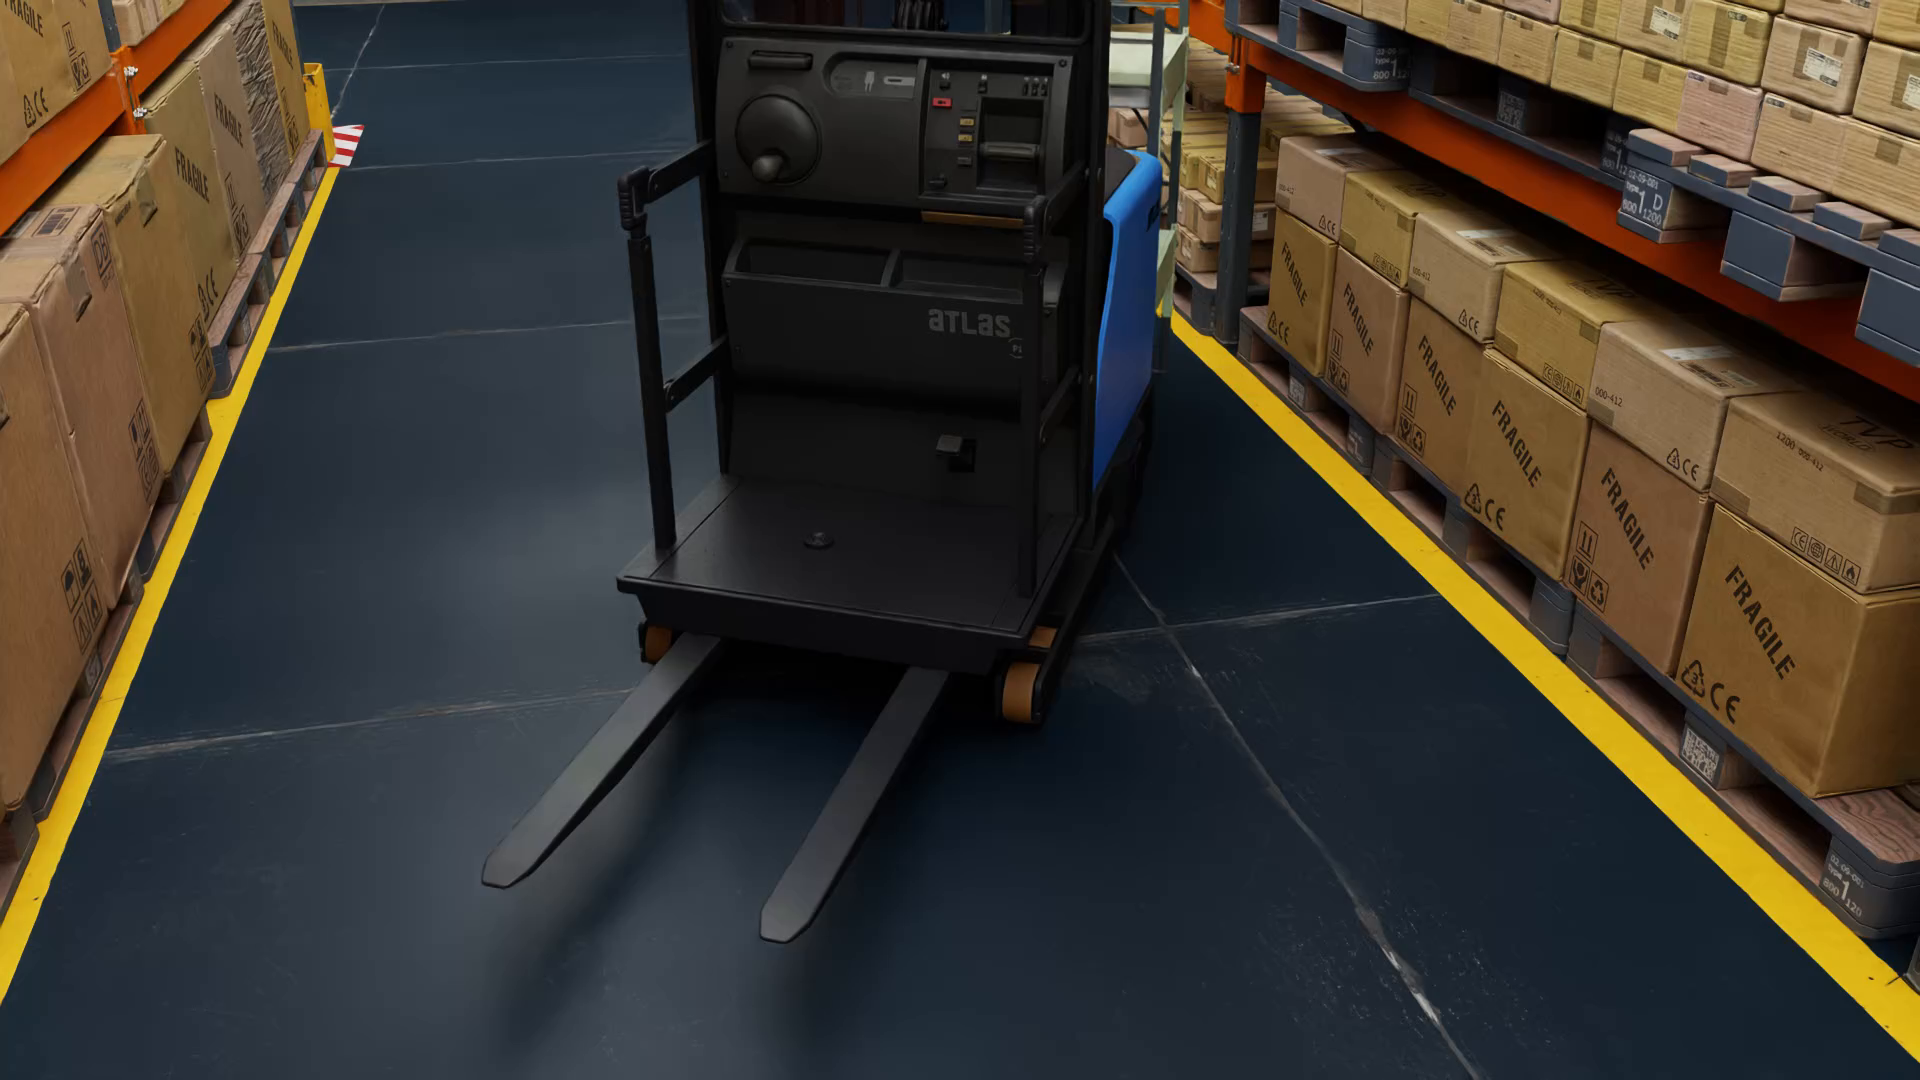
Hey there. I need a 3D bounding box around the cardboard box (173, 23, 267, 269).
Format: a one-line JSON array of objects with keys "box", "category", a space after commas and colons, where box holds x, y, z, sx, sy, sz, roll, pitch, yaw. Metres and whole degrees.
[{"box": [-3.577, -1.680, 7.141, 0.875, 0.875, 0.875, -6, 27, -12], "category": "cardboard box"}]

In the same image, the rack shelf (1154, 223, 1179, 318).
[{"box": [0.537, -0.894, 6.081, 0.431, 0.370, 0.720, 6, 27, 12], "category": "rack shelf"}]

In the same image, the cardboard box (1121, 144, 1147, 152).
[{"box": [0.983, -1.824, 7.903, 0.380, 0.149, 0.250, -5, 27, -10], "category": "cardboard box"}]

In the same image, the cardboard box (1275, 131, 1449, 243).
[{"box": [1.460, -1.262, 5.898, 0.500, 0.250, 0.500, -7, 28, -14], "category": "cardboard box"}]

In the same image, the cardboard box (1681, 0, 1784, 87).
[{"box": [1.774, -1.062, 3.508, 0.380, 0.149, 0.250, -5, 27, -10], "category": "cardboard box"}]

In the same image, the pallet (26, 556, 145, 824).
[{"box": [-2.778, 0.365, 4.294, 1.003, 0.211, 1.213, -6, 27, -12], "category": "pallet"}]

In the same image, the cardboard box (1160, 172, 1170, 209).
[{"box": [1.020, -1.594, 7.447, 0.380, 0.149, 0.250, -7, 28, -13], "category": "cardboard box"}]

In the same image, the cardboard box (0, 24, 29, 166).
[{"box": [-2.703, -1.169, 4.125, 0.500, 0.500, 0.500, -6, 27, -12], "category": "cardboard box"}]

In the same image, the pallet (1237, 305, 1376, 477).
[{"box": [1.728, -0.621, 6.246, 1.003, 0.211, 1.213, -6, 27, -12], "category": "pallet"}]

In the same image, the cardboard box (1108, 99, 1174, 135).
[{"box": [0.852, -2.083, 8.085, 0.380, 0.149, 0.250, -7, 28, -13], "category": "cardboard box"}]

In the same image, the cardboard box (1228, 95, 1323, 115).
[{"box": [1.507, -2.025, 7.971, 0.380, 0.149, 0.250, -5, 27, -10], "category": "cardboard box"}]

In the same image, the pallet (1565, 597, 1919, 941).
[{"box": [2.278, 0.450, 4.124, 1.003, 0.211, 1.213, -6, 27, -12], "category": "pallet"}]

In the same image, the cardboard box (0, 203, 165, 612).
[{"box": [-2.938, -0.316, 4.439, 1.225, 0.875, 0.875, -7, 28, -13], "category": "cardboard box"}]

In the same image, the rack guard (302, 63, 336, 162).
[{"box": [-4.211, -2.399, 9.448, 1.175, 0.500, 0.348, -6, 27, -12], "category": "rack guard"}]

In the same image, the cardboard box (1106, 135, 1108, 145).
[{"box": [0.923, -2.065, 8.381, 0.380, 0.149, 0.250, -5, 27, -9], "category": "cardboard box"}]

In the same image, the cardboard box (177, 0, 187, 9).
[{"box": [-3.226, -2.146, 6.451, 0.380, 0.149, 0.250, -7, 28, -13], "category": "cardboard box"}]

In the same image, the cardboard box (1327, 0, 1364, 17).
[{"box": [1.368, -1.721, 5.144, 0.380, 0.149, 0.250, -6, 27, -11], "category": "cardboard box"}]

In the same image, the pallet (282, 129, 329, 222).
[{"box": [-3.949, -1.916, 8.812, 1.003, 0.211, 1.213, -6, 27, -12], "category": "pallet"}]

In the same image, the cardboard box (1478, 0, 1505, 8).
[{"box": [1.547, -1.509, 4.394, 0.380, 0.149, 0.250, -6, 28, -13], "category": "cardboard box"}]

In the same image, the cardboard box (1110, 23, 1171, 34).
[{"box": [1.016, -2.937, 9.778, 0.380, 0.149, 0.250, -6, 27, -11], "category": "cardboard box"}]

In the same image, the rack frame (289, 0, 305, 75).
[{"box": [-4.205, -3.504, 8.863, 1.000, 3.000, 0.127, -6, 27, -12], "category": "rack frame"}]

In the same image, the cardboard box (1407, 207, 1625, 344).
[{"box": [1.694, -0.805, 4.991, 0.500, 0.250, 0.500, -5, 27, -10], "category": "cardboard box"}]

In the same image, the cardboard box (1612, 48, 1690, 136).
[{"box": [1.729, -1.028, 3.771, 0.380, 0.149, 0.250, -6, 27, -12], "category": "cardboard box"}]

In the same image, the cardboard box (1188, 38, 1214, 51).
[{"box": [1.199, -2.720, 9.348, 0.380, 0.149, 0.250, -7, 28, -13], "category": "cardboard box"}]

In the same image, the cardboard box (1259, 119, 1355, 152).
[{"box": [1.566, -1.793, 7.511, 0.380, 0.149, 0.250, -6, 27, -12], "category": "cardboard box"}]

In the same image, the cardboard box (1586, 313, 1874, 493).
[{"box": [1.919, -0.352, 4.094, 0.500, 0.250, 0.500, -6, 27, -11], "category": "cardboard box"}]

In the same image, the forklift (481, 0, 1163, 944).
[{"box": [-0.235, -1.028, 4.034, 1.130, 2.935, 3.031, 7, 28, 14], "category": "forklift"}]

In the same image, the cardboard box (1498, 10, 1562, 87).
[{"box": [1.610, -1.260, 4.231, 0.380, 0.149, 0.250, -5, 27, -10], "category": "cardboard box"}]

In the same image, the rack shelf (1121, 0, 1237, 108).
[{"box": [1.101, -2.764, 8.196, 1.077, 0.370, 4.000, -6, 27, -12], "category": "rack shelf"}]

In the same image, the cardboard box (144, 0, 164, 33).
[{"box": [-3.106, -1.915, 5.994, 0.380, 0.149, 0.250, -7, 28, -13], "category": "cardboard box"}]

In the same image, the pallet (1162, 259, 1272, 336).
[{"box": [1.366, -1.254, 7.500, 1.003, 0.211, 1.213, -6, 27, -12], "category": "pallet"}]

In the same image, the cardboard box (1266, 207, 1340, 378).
[{"box": [1.459, -0.928, 6.067, 0.500, 0.500, 0.500, -5, 27, -10], "category": "cardboard box"}]

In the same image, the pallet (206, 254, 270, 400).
[{"box": [-3.399, -0.845, 6.690, 1.003, 0.211, 1.213, -6, 27, -12], "category": "pallet"}]

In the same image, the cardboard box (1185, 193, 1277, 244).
[{"box": [1.171, -1.361, 6.985, 0.380, 0.149, 0.250, -5, 27, -11], "category": "cardboard box"}]

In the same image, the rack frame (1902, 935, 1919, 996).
[{"box": [2.453, -0.451, 2.815, 1.000, 3.000, 0.127, -6, 27, -12], "category": "rack frame"}]

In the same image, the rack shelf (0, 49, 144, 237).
[{"box": [-2.853, -0.549, 3.807, 1.077, 0.370, 4.000, -6, 27, -12], "category": "rack shelf"}]

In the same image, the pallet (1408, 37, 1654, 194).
[{"box": [1.967, -1.231, 4.572, 1.003, 0.211, 1.213, -6, 27, -12], "category": "pallet"}]

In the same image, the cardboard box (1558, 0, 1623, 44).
[{"box": [1.664, -1.282, 3.943, 0.380, 0.149, 0.250, -6, 27, -12], "category": "cardboard box"}]

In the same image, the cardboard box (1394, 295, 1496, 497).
[{"box": [1.712, -0.467, 5.154, 0.500, 0.500, 0.500, -5, 27, -11], "category": "cardboard box"}]

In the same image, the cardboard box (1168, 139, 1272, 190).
[{"box": [1.121, -1.626, 7.179, 0.380, 0.149, 0.250, -6, 27, -11], "category": "cardboard box"}]

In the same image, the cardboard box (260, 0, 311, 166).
[{"box": [-3.983, -2.470, 8.707, 0.875, 0.875, 0.875, -6, 27, -12], "category": "cardboard box"}]

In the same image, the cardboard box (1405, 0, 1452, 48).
[{"box": [1.492, -1.490, 4.687, 0.380, 0.149, 0.250, -6, 27, -13], "category": "cardboard box"}]

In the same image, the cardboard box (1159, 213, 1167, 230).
[{"box": [1.032, -1.492, 7.574, 0.380, 0.149, 0.250, -7, 28, -13], "category": "cardboard box"}]

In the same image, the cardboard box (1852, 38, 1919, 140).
[{"box": [1.898, -0.830, 3.048, 0.380, 0.149, 0.250, -5, 27, -11], "category": "cardboard box"}]

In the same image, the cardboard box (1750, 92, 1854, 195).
[{"box": [1.840, -0.806, 3.330, 0.380, 0.149, 0.250, -6, 27, -12], "category": "cardboard box"}]

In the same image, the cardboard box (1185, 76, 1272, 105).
[{"box": [1.348, -2.249, 8.414, 0.380, 0.149, 0.250, -6, 27, -11], "category": "cardboard box"}]

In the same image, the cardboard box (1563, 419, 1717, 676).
[{"box": [1.936, -0.014, 4.256, 0.500, 0.500, 0.500, -5, 27, -10], "category": "cardboard box"}]

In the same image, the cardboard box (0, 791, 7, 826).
[{"box": [-2.538, 0.464, 2.894, 1.225, 0.875, 0.875, -7, 28, -14], "category": "cardboard box"}]

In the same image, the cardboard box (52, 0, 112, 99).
[{"box": [-2.932, -1.615, 5.010, 0.500, 0.500, 0.500, -6, 27, -11], "category": "cardboard box"}]

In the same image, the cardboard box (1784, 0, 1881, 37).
[{"box": [1.841, -1.071, 3.196, 0.380, 0.149, 0.250, -6, 27, -12], "category": "cardboard box"}]

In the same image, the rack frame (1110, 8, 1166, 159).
[{"box": [0.453, -1.025, 5.616, 0.400, 1.500, 0.023, 6, 27, 12], "category": "rack frame"}]

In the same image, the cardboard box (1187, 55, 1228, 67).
[{"box": [1.310, -2.488, 8.887, 0.380, 0.149, 0.250, -5, 27, -10], "category": "cardboard box"}]

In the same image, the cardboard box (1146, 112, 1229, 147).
[{"box": [1.076, -1.856, 7.636, 0.380, 0.149, 0.250, -5, 27, -10], "category": "cardboard box"}]

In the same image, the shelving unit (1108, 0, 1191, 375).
[{"box": [0.537, -1.185, 5.934, 0.431, 1.500, 0.755, 6, 27, 12], "category": "shelving unit"}]
